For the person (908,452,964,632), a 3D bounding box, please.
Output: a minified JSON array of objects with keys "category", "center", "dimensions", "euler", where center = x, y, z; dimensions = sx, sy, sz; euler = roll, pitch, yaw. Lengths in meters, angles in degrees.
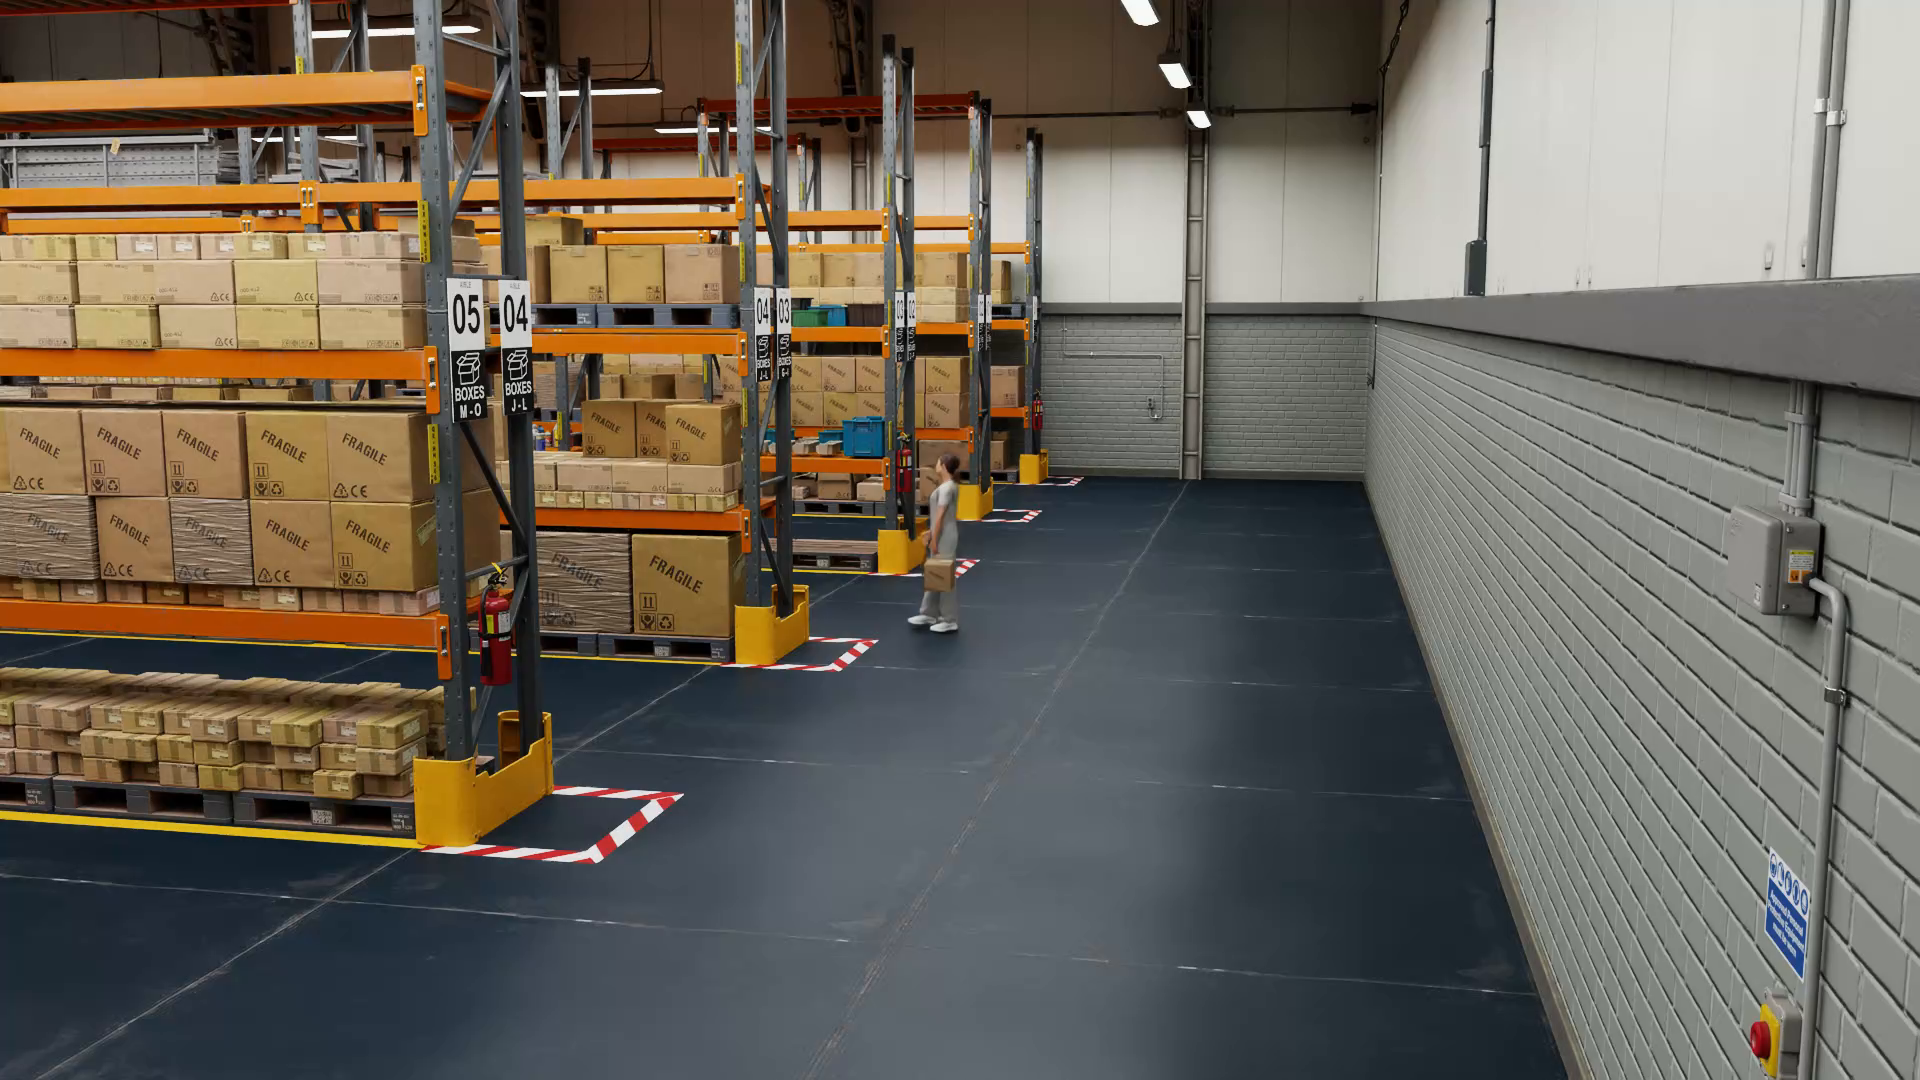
[{"category":"person","center":[-0.226,0.010,15.636],"dimensions":[0.537,1.674,0.463],"euler":[0,8,0]}]
